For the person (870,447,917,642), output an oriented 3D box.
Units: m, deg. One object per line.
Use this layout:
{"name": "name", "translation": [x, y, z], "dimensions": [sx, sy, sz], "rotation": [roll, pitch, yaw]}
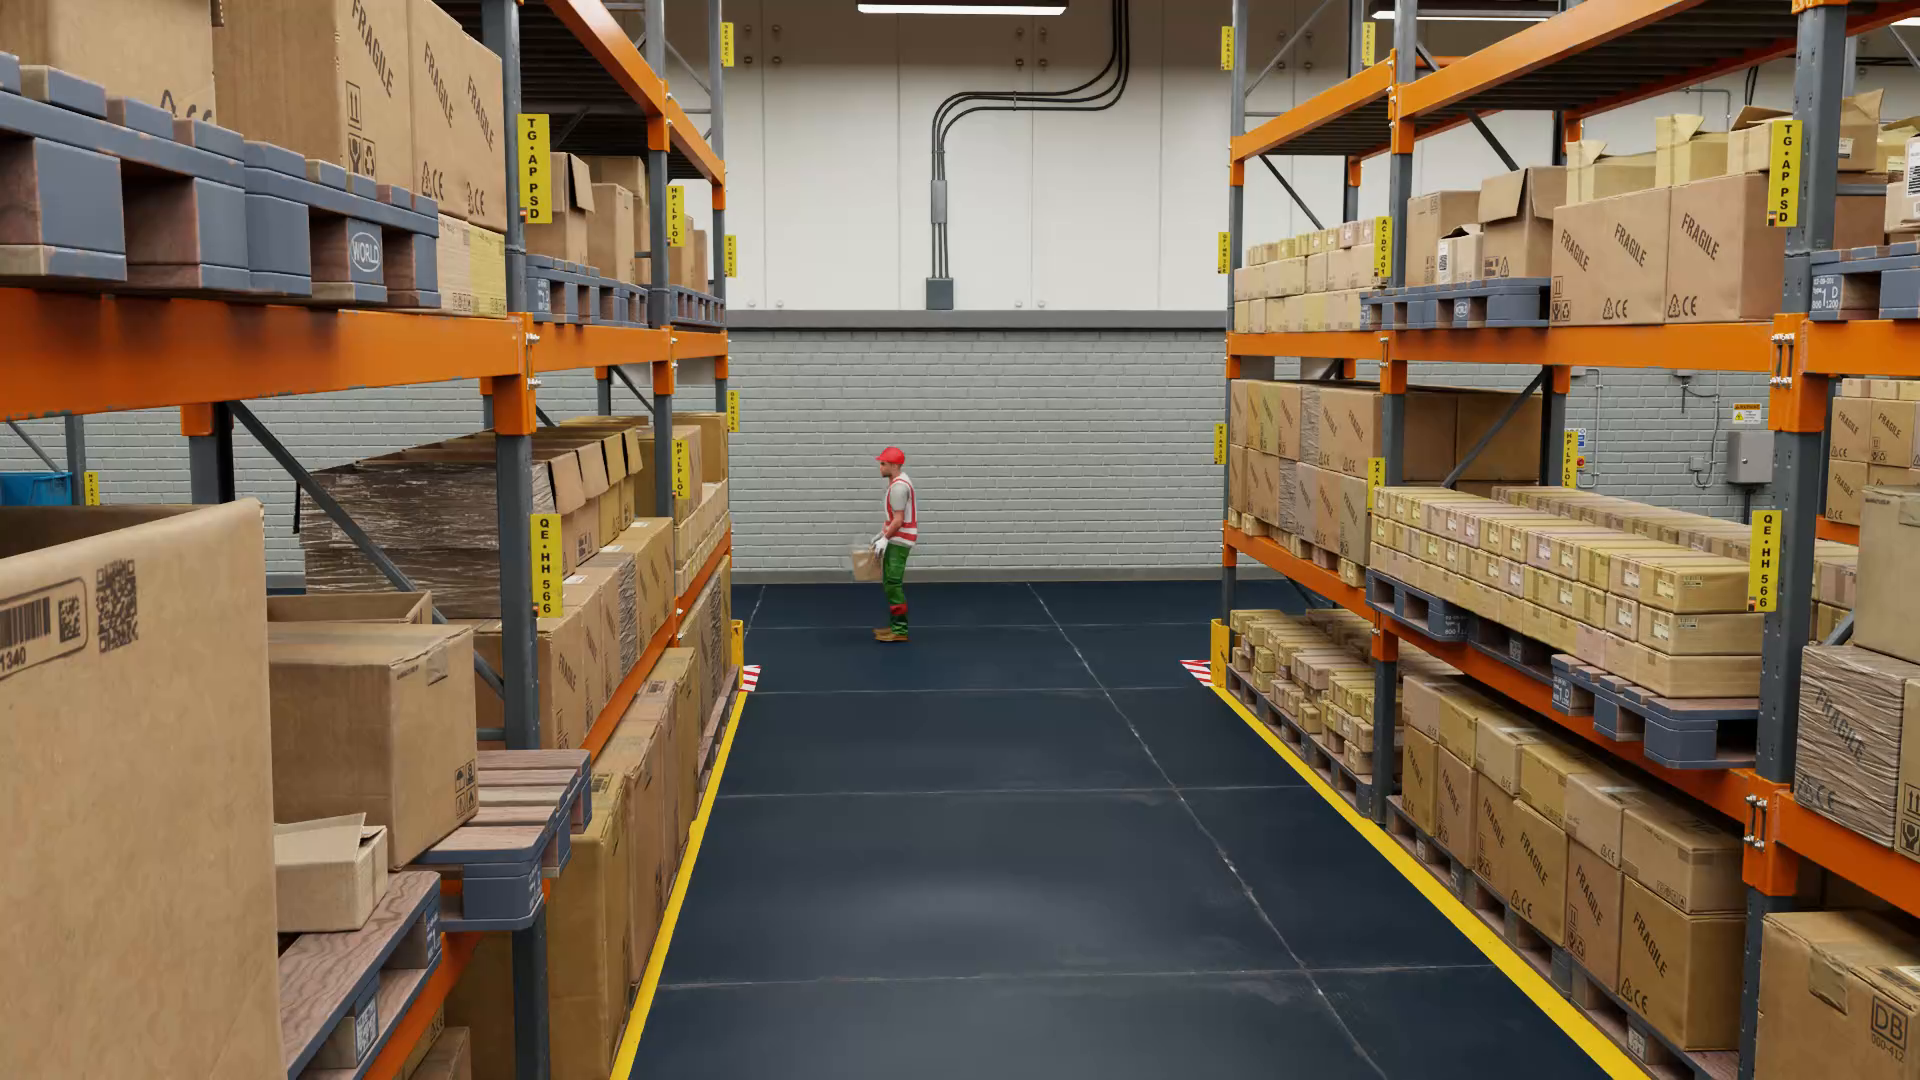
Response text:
{"name": "person", "translation": [-0.610, 0.035, 15.339], "dimensions": [0.425, 1.789, 0.541], "rotation": [-1, 7, -5]}
